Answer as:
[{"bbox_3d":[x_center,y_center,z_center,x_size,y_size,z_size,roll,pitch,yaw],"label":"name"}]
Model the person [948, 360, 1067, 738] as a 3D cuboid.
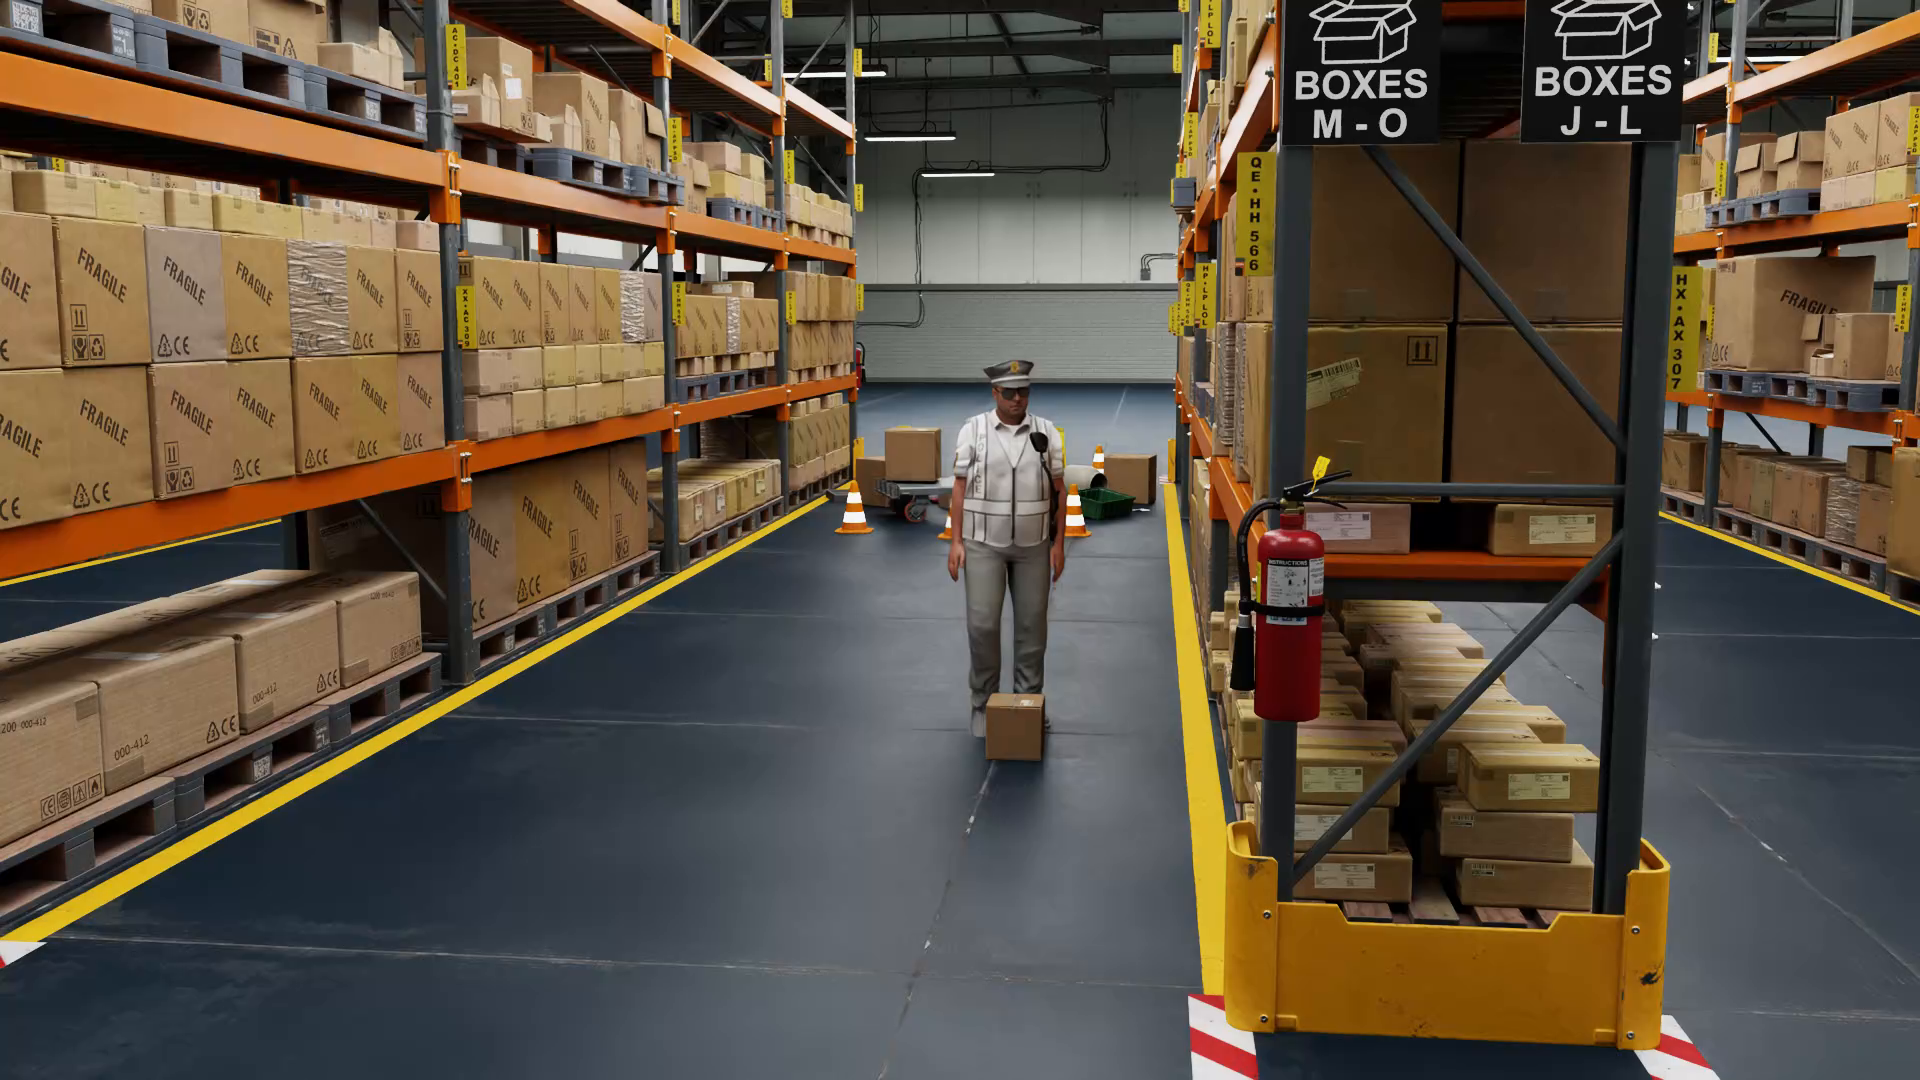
[{"bbox_3d":[0.230,0.053,7.937,0.576,1.812,0.394,-1,8,-8],"label":"person"}]
